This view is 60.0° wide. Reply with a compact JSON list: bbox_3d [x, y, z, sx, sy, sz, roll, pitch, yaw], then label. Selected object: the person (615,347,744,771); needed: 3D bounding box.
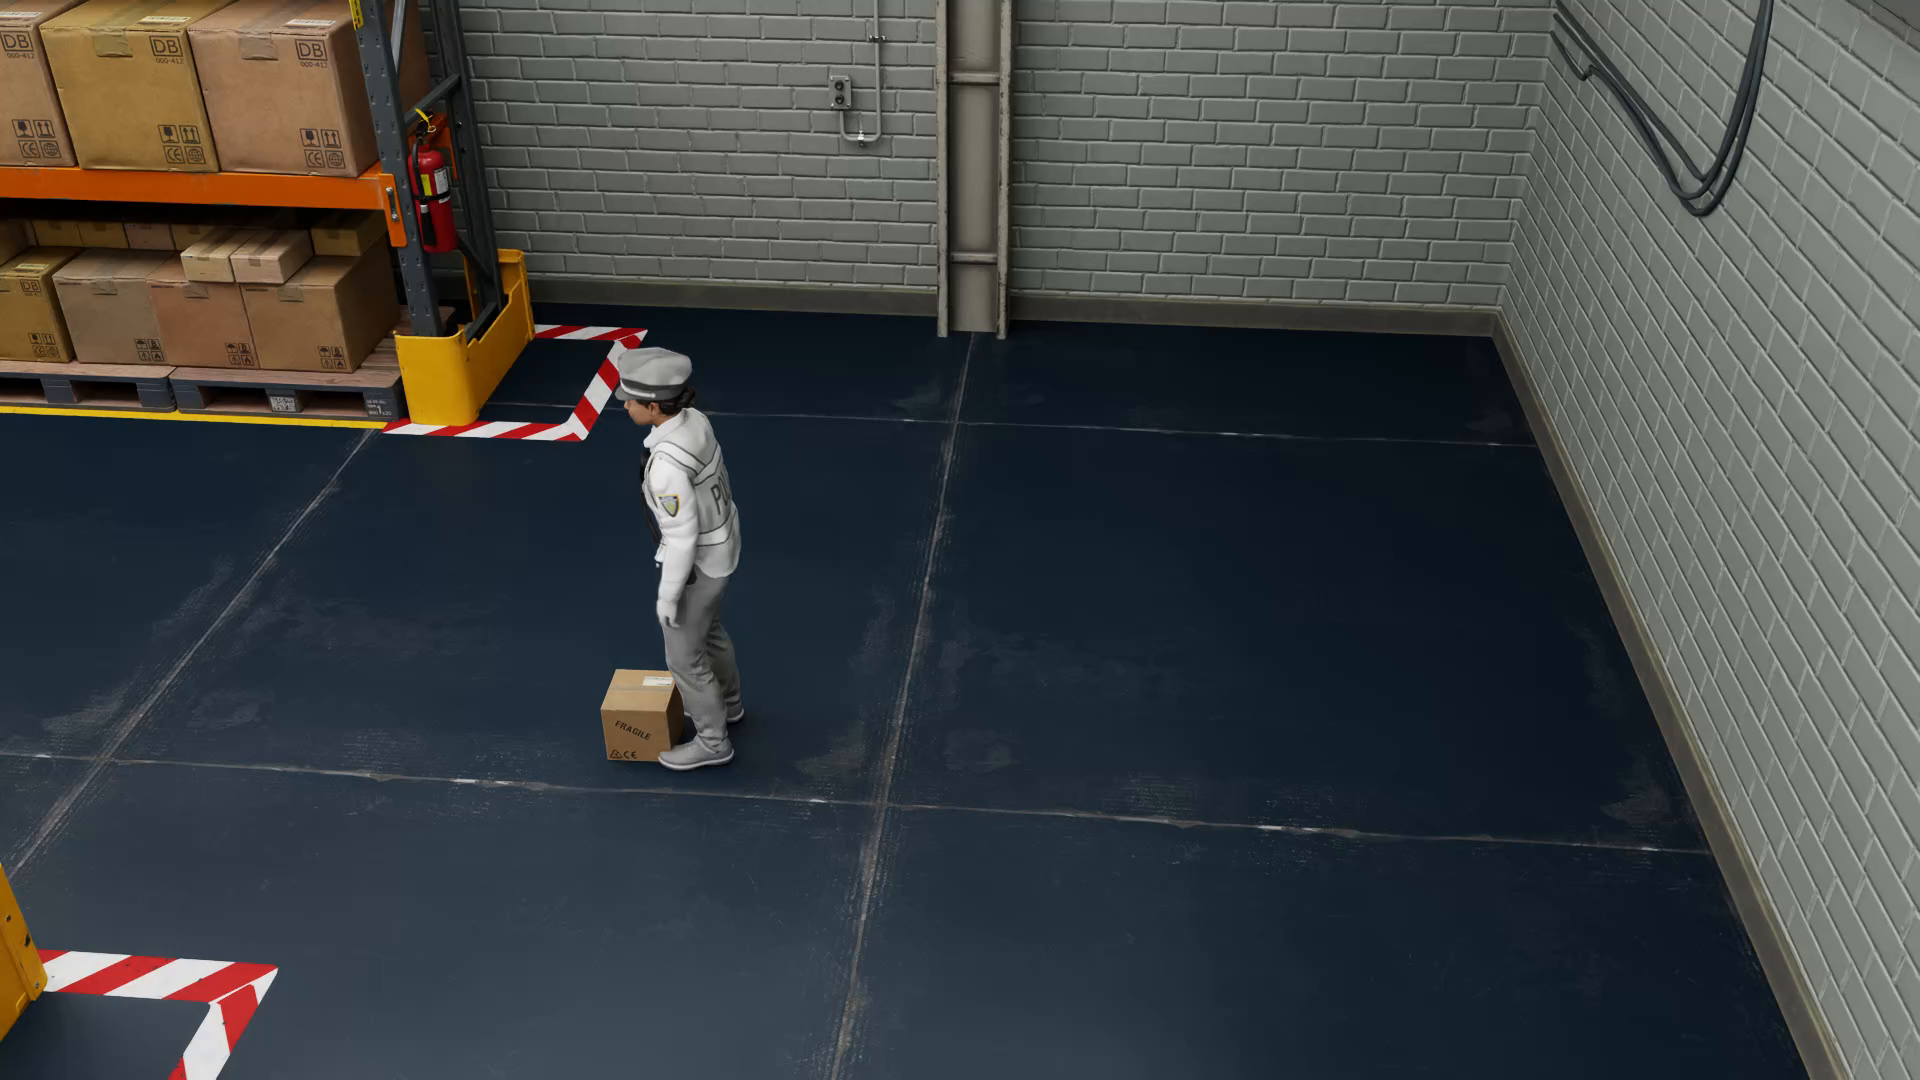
[{"bbox_3d":[-0.976,0.086,5.994,0.370,1.666,0.545,1,32,2],"label":"person"}]
